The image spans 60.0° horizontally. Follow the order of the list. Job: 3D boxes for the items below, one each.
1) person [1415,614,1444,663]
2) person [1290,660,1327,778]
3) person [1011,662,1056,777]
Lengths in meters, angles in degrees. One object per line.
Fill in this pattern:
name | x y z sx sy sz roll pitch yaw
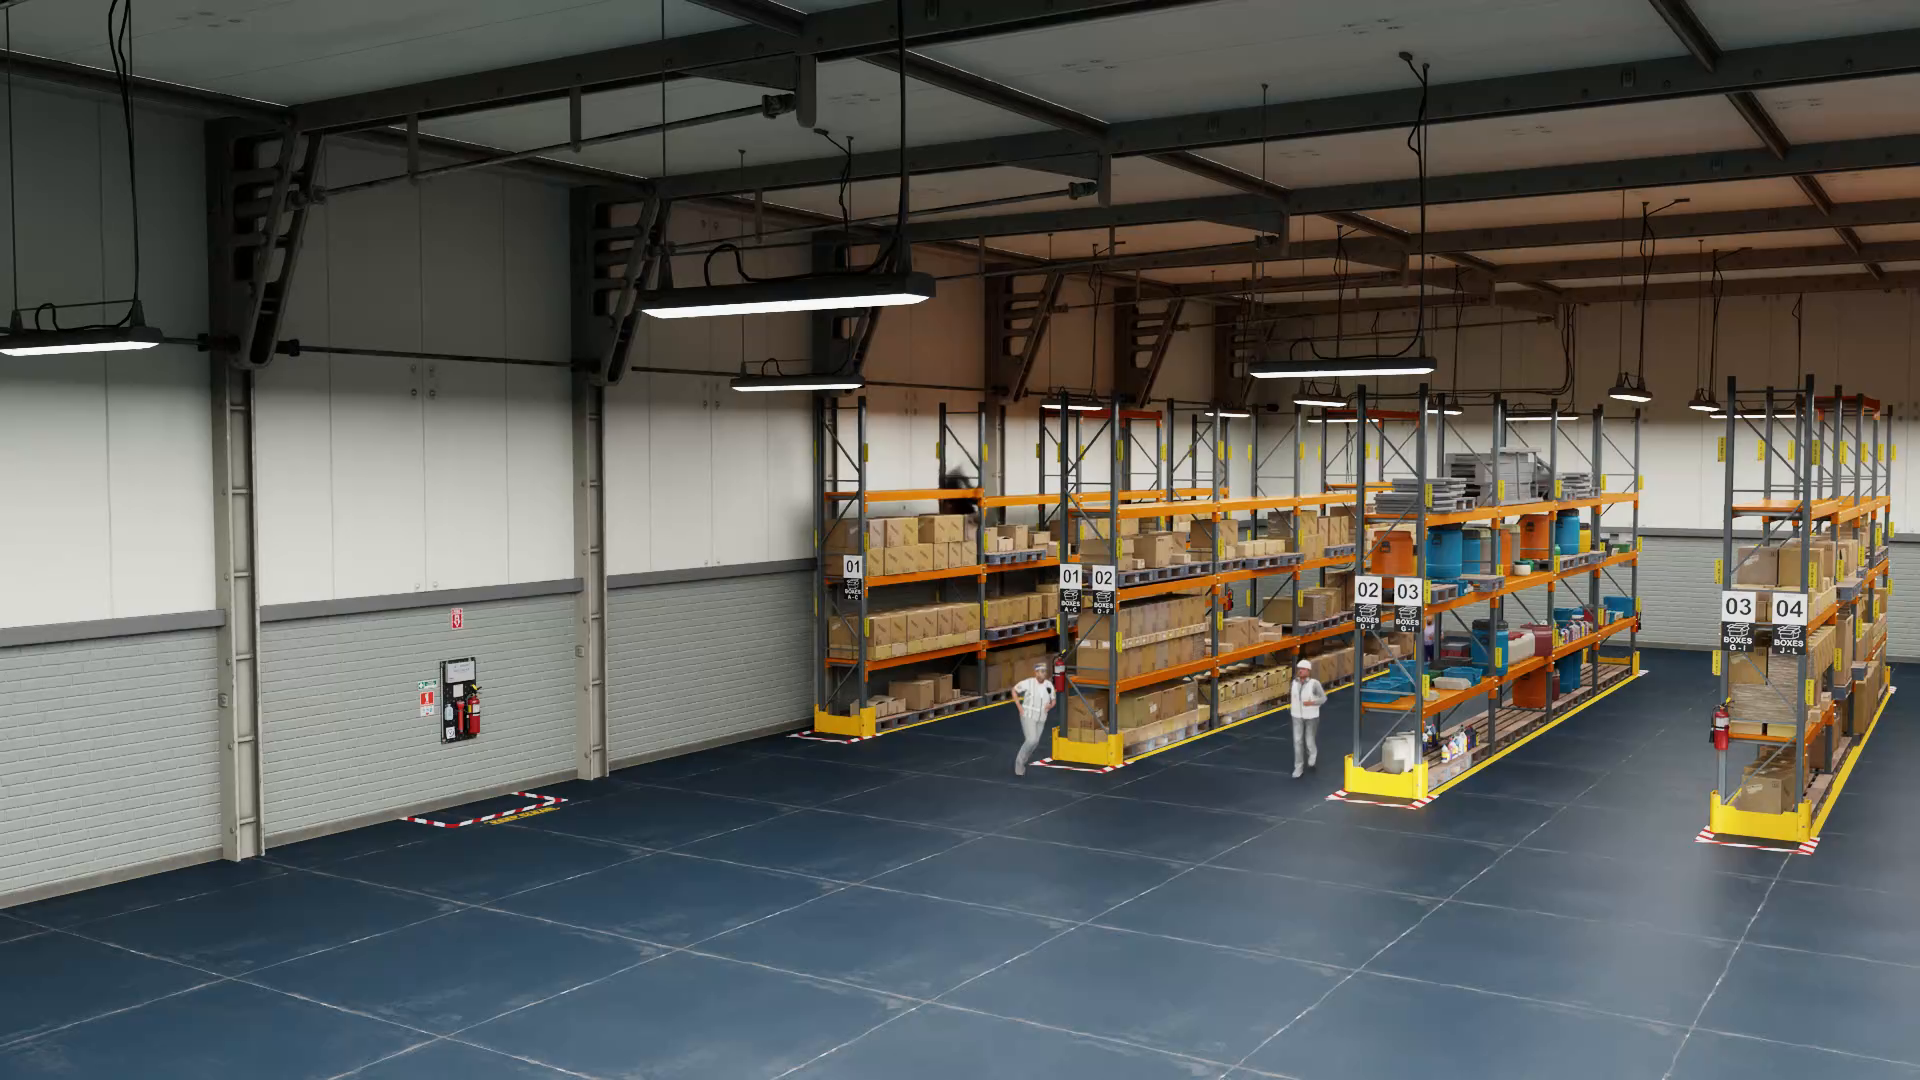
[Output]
person | 9.842 2.332 34.910 0.608 1.632 0.924 1 3 24
person | 5.398 2.758 25.893 0.648 1.787 0.890 2 3 30
person | 1.158 2.777 25.879 0.710 1.773 0.671 -2 3 -29
